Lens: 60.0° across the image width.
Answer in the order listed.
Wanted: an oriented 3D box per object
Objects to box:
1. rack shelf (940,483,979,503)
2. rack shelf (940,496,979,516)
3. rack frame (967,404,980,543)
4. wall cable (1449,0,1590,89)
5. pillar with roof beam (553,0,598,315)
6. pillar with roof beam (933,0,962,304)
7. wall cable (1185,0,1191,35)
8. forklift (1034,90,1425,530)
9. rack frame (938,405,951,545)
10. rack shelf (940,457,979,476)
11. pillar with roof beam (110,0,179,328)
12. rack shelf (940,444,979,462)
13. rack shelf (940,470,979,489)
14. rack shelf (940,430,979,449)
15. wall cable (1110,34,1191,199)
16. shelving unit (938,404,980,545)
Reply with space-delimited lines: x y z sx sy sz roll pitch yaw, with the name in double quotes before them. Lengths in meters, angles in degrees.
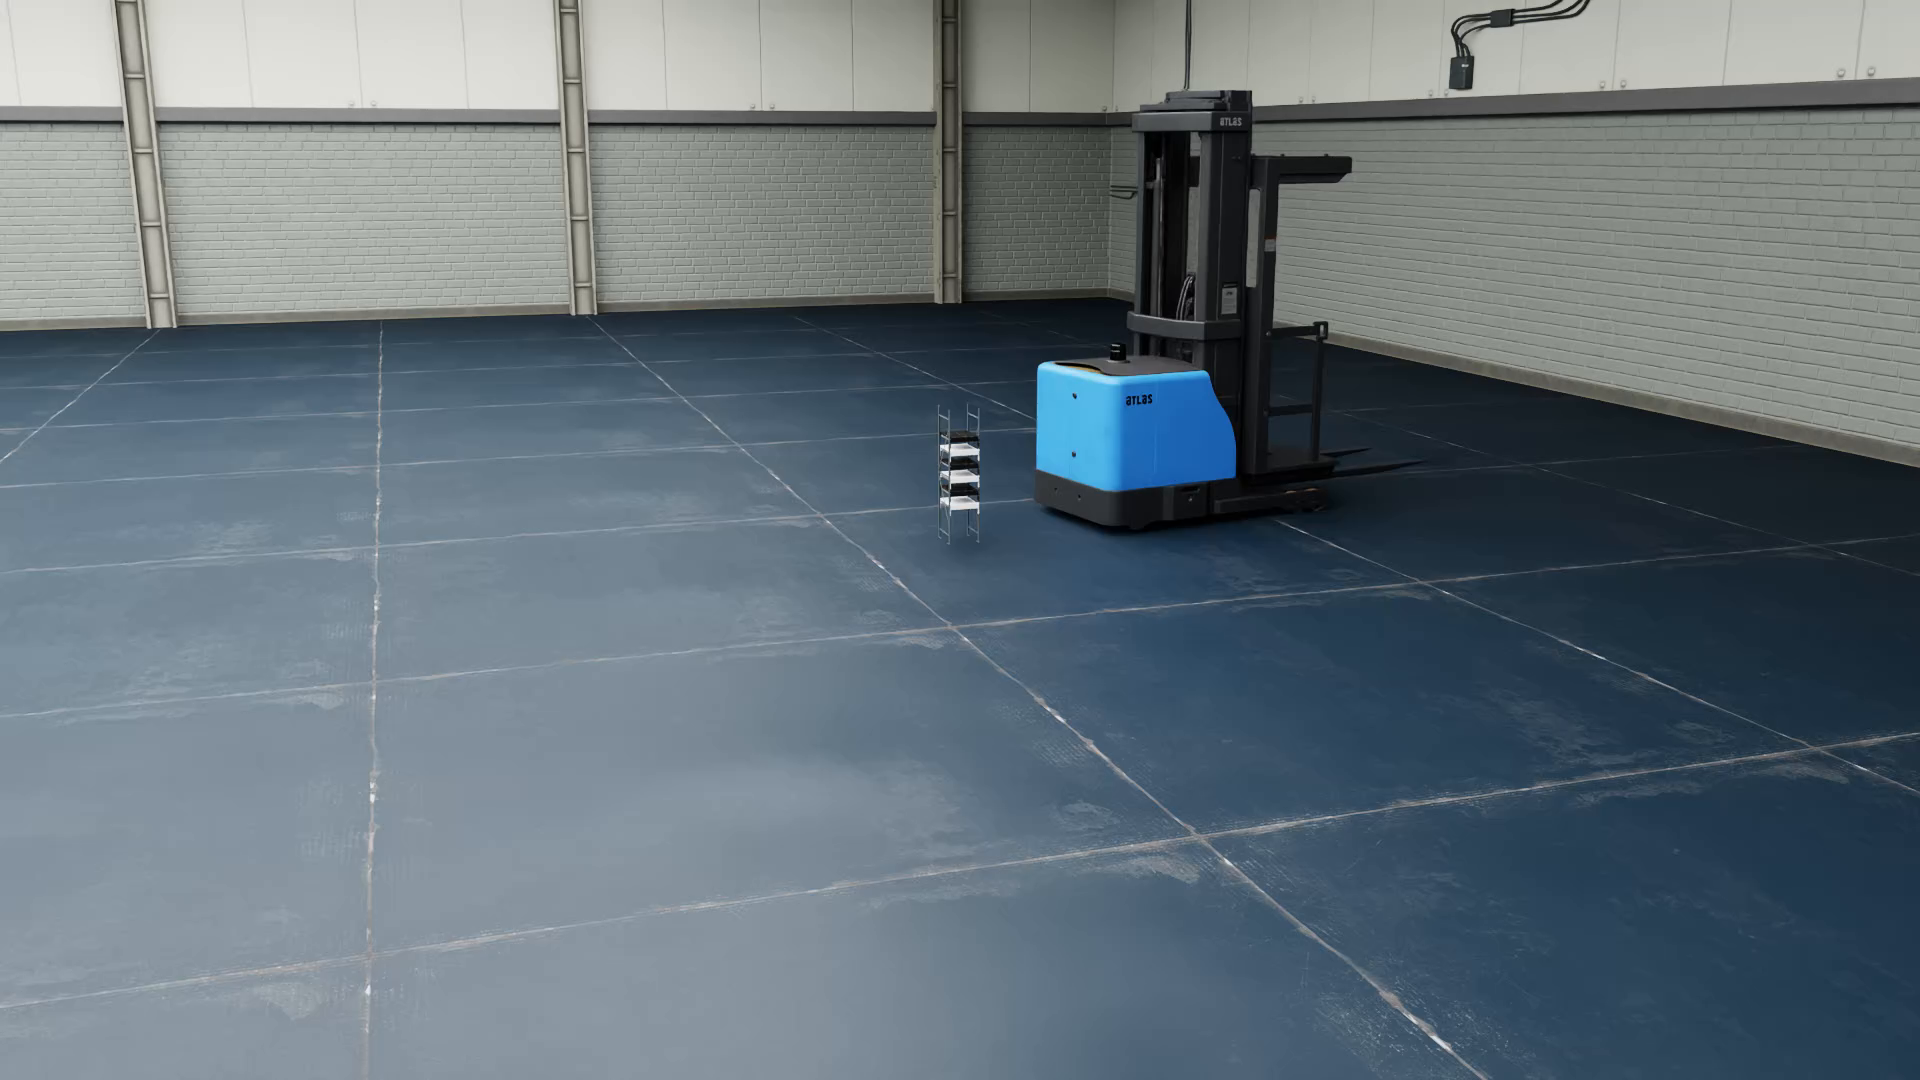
"rack shelf" -0.008 -0.317 11.065 0.200 0.077 0.258 -4 14 -18
"rack shelf" -0.008 -0.230 11.086 0.200 0.077 0.258 -4 14 -18
"rack frame" 0.089 -0.445 11.068 0.006 0.900 0.240 -4 14 -18
"wall cable" 6.024 -7.859 17.389 0.169 6.003 2.305 -4 14 -18
"pillar with roof beam" -4.517 -6.974 21.015 0.400 9.000 9.100 -4 14 -18
"pillar with roof beam" 1.170 -7.417 22.876 0.400 9.000 9.100 -4 14 -18
"wall cable" 3.874 -8.641 23.821 0.112 2.526 3.097 -4 14 -18
"forklift" 2.078 -1.714 12.015 3.031 2.935 1.130 -7 15 -28
"rack frame" -0.104 -0.430 11.005 0.006 0.900 0.240 -4 14 -18
"rack shelf" -0.008 -0.492 11.023 0.200 0.077 0.258 -4 14 -18
"pillar with roof beam" -10.203 -6.531 19.153 0.400 9.000 9.100 -4 14 -18
"rack shelf" -0.008 -0.580 11.002 0.200 0.077 0.258 -4 14 -18
"rack shelf" -0.008 -0.405 11.044 0.200 0.077 0.258 -4 14 -18
"rack shelf" -0.008 -0.667 10.981 0.200 0.077 0.258 -4 14 -18
"wall cable" 3.011 -6.777 26.900 0.112 2.526 3.097 -4 14 -18
"shelving unit" -0.008 -0.437 11.036 0.210 0.900 0.258 -4 14 -18
